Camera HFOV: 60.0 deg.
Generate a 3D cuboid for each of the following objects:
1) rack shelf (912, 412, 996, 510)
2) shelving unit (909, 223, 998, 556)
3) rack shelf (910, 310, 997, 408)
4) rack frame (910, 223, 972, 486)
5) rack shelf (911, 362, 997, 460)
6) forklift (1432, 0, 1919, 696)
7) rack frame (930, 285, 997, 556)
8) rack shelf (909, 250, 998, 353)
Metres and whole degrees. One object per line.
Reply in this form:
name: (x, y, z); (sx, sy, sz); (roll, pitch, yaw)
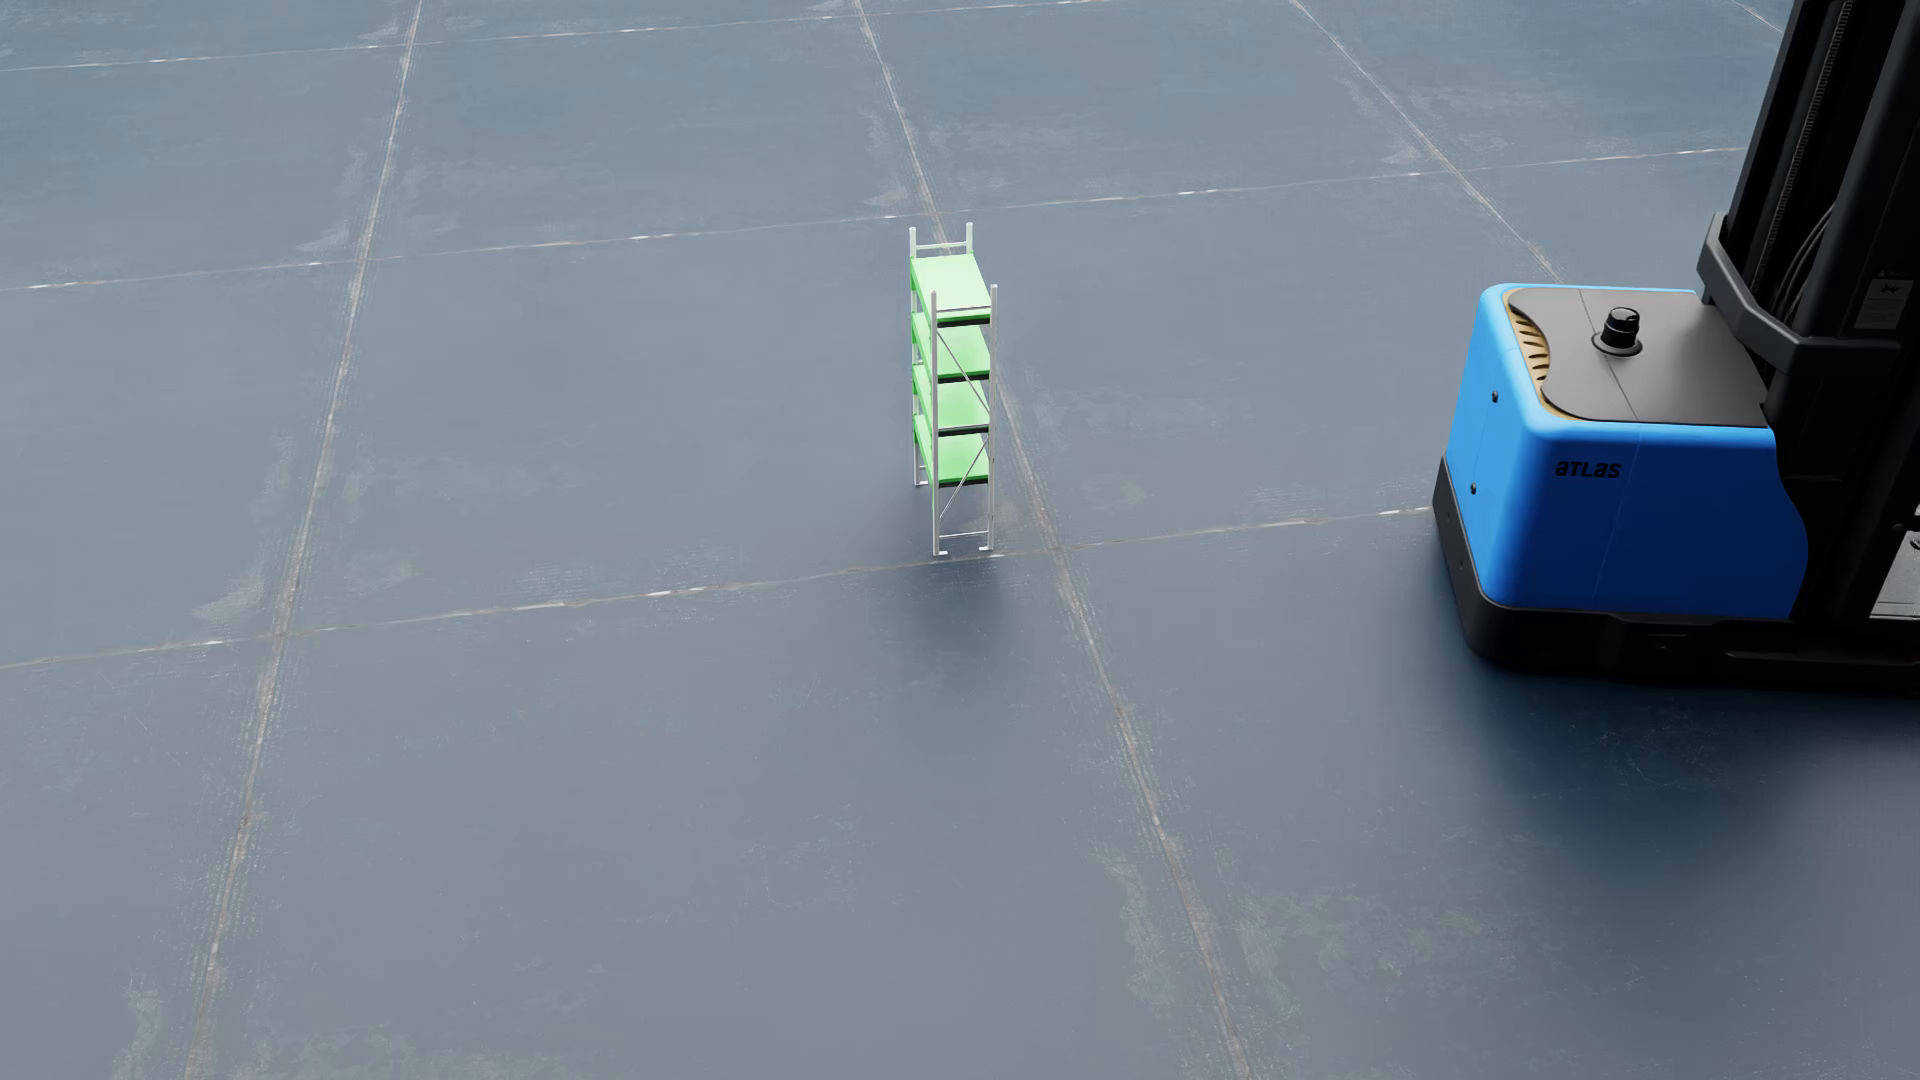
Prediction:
rack shelf: (-0.029, -0.334, 6.697); (0.258, 0.148, 0.480); (-6, 38, -8)
shelving unit: (-0.029, -0.574, 6.511); (0.258, 1.200, 0.503); (-6, 38, -8)
rack shelf: (-0.029, -0.713, 6.403); (0.258, 0.148, 0.480); (-6, 38, -8)
rack frame: (-0.072, -0.721, 6.700); (0.240, 1.200, 0.015); (-6, 38, -8)
rack shelf: (-0.029, -0.523, 6.550); (0.258, 0.148, 0.480); (-6, 38, -8)
forklift: (3.417, -0.923, 5.549); (3.031, 2.935, 1.130); (3, 38, 3)
rack frame: (0.014, -0.426, 6.321); (0.240, 1.200, 0.015); (-6, 38, -8)
rack shelf: (-0.029, -0.902, 6.255); (0.258, 0.148, 0.480); (-6, 38, -8)
